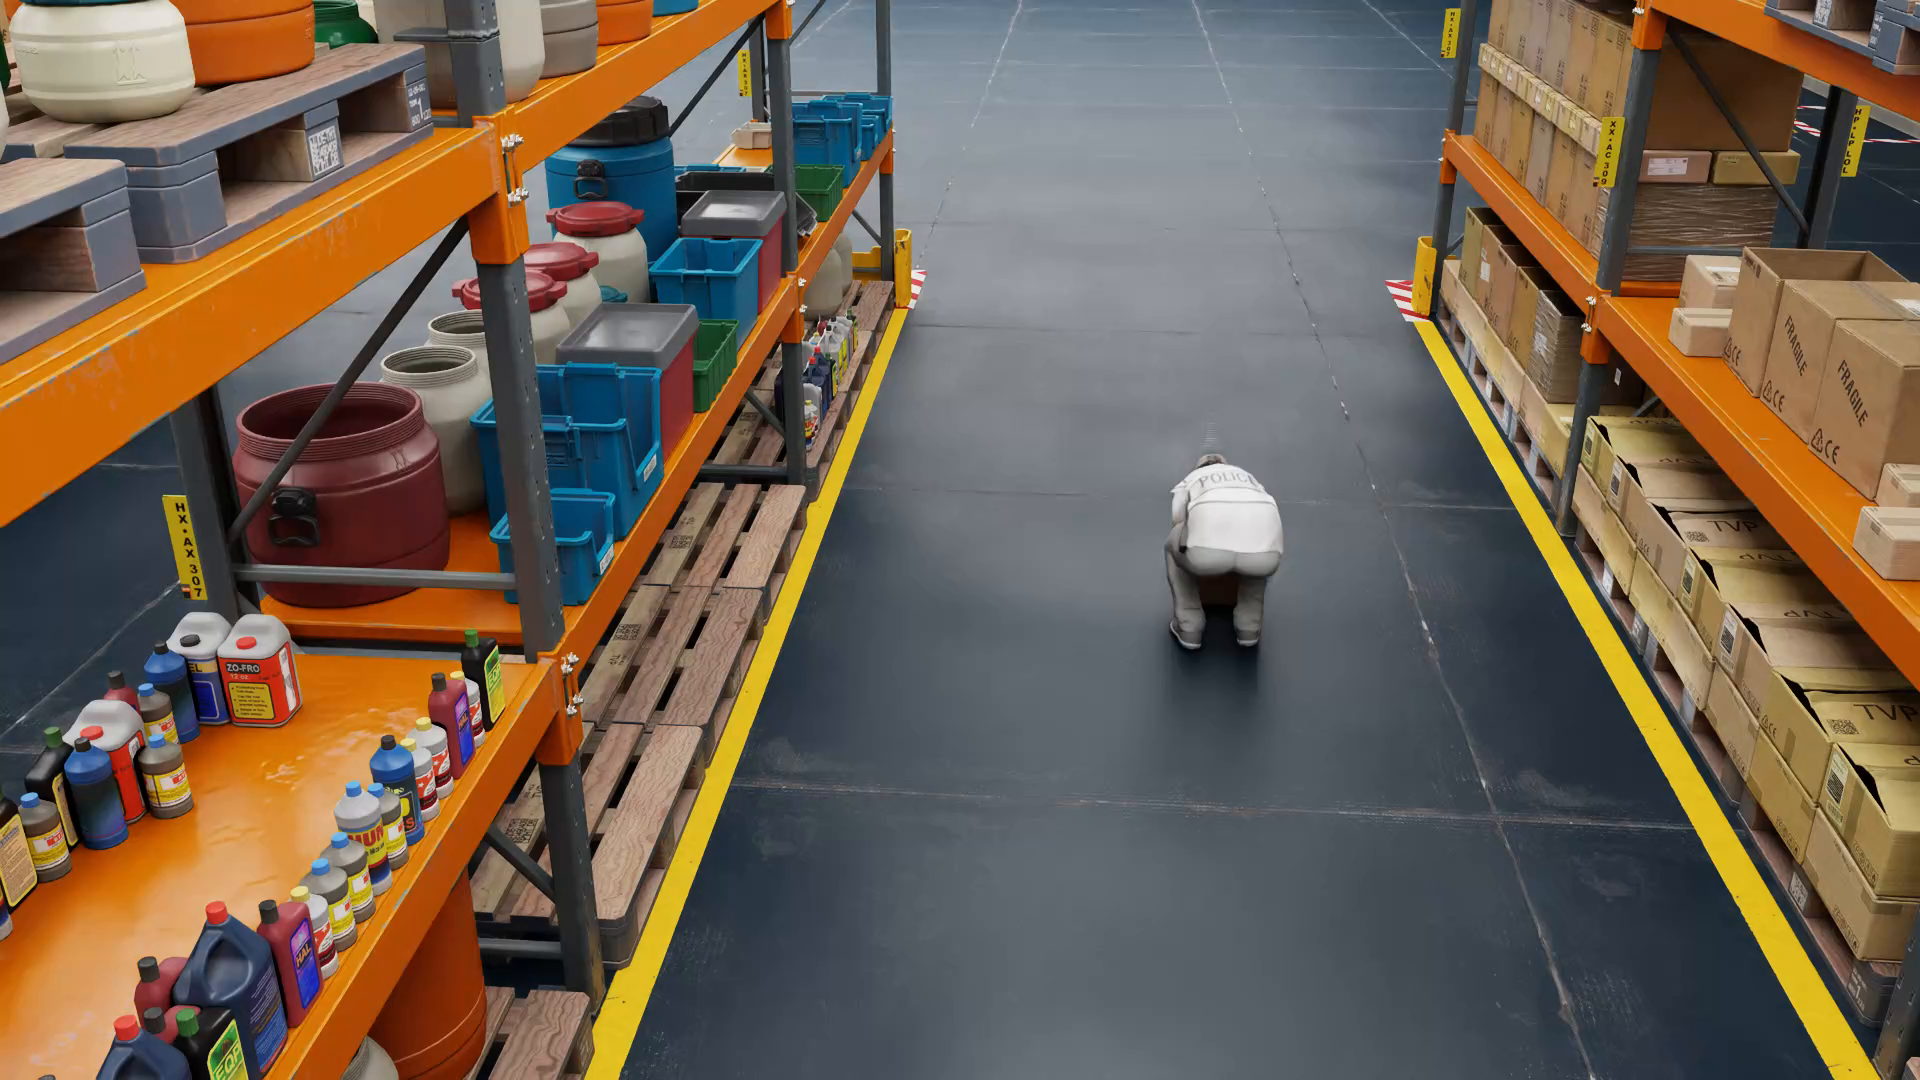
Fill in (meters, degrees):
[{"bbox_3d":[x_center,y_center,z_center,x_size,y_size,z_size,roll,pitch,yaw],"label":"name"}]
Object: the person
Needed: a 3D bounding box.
[{"bbox_3d":[1.186,0.050,7.587,0.506,0.785,0.941,1,25,3],"label":"person"}]
